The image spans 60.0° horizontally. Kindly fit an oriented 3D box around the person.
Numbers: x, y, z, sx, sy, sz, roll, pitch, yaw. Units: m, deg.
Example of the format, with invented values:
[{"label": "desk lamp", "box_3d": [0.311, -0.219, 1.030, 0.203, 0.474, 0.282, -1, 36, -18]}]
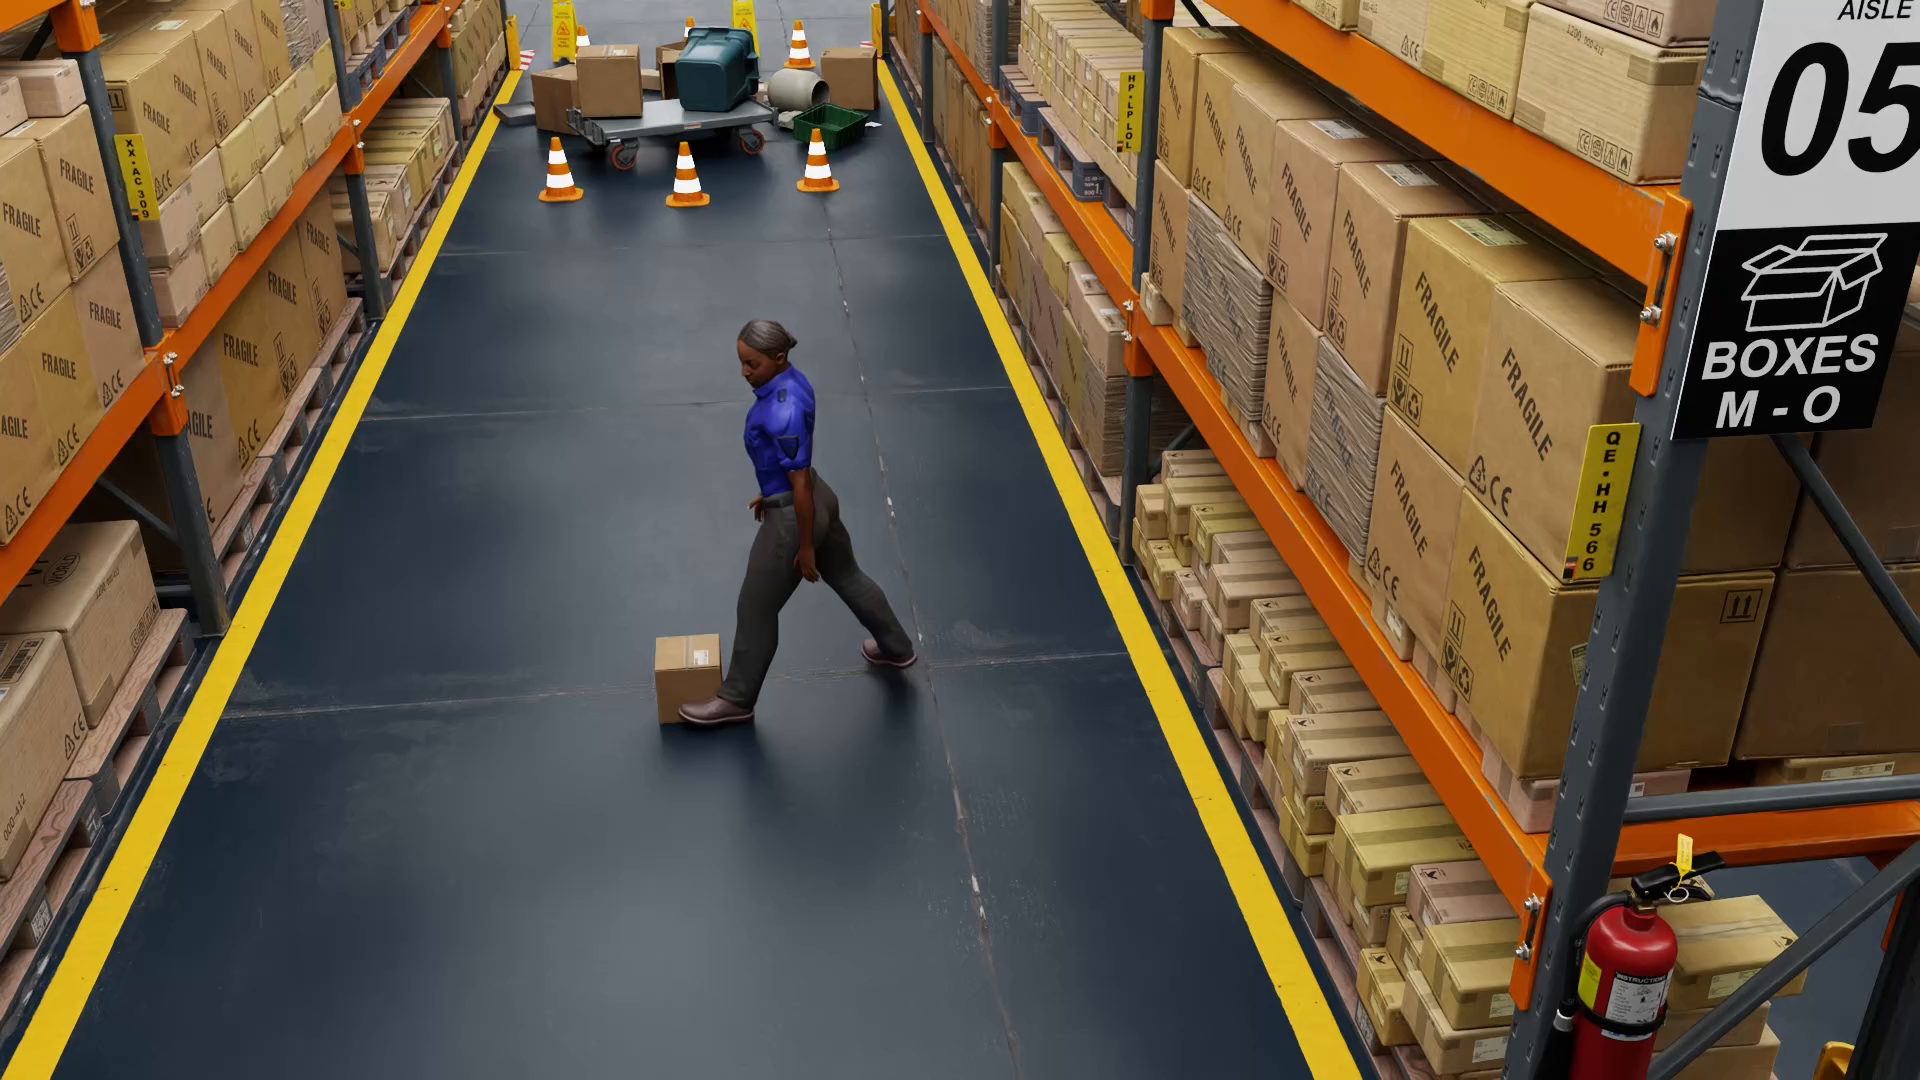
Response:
[{"label": "person", "box_3d": [-0.633, -0.111, 6.344, 0.903, 1.615, 0.615, 2, 27, 3]}]
